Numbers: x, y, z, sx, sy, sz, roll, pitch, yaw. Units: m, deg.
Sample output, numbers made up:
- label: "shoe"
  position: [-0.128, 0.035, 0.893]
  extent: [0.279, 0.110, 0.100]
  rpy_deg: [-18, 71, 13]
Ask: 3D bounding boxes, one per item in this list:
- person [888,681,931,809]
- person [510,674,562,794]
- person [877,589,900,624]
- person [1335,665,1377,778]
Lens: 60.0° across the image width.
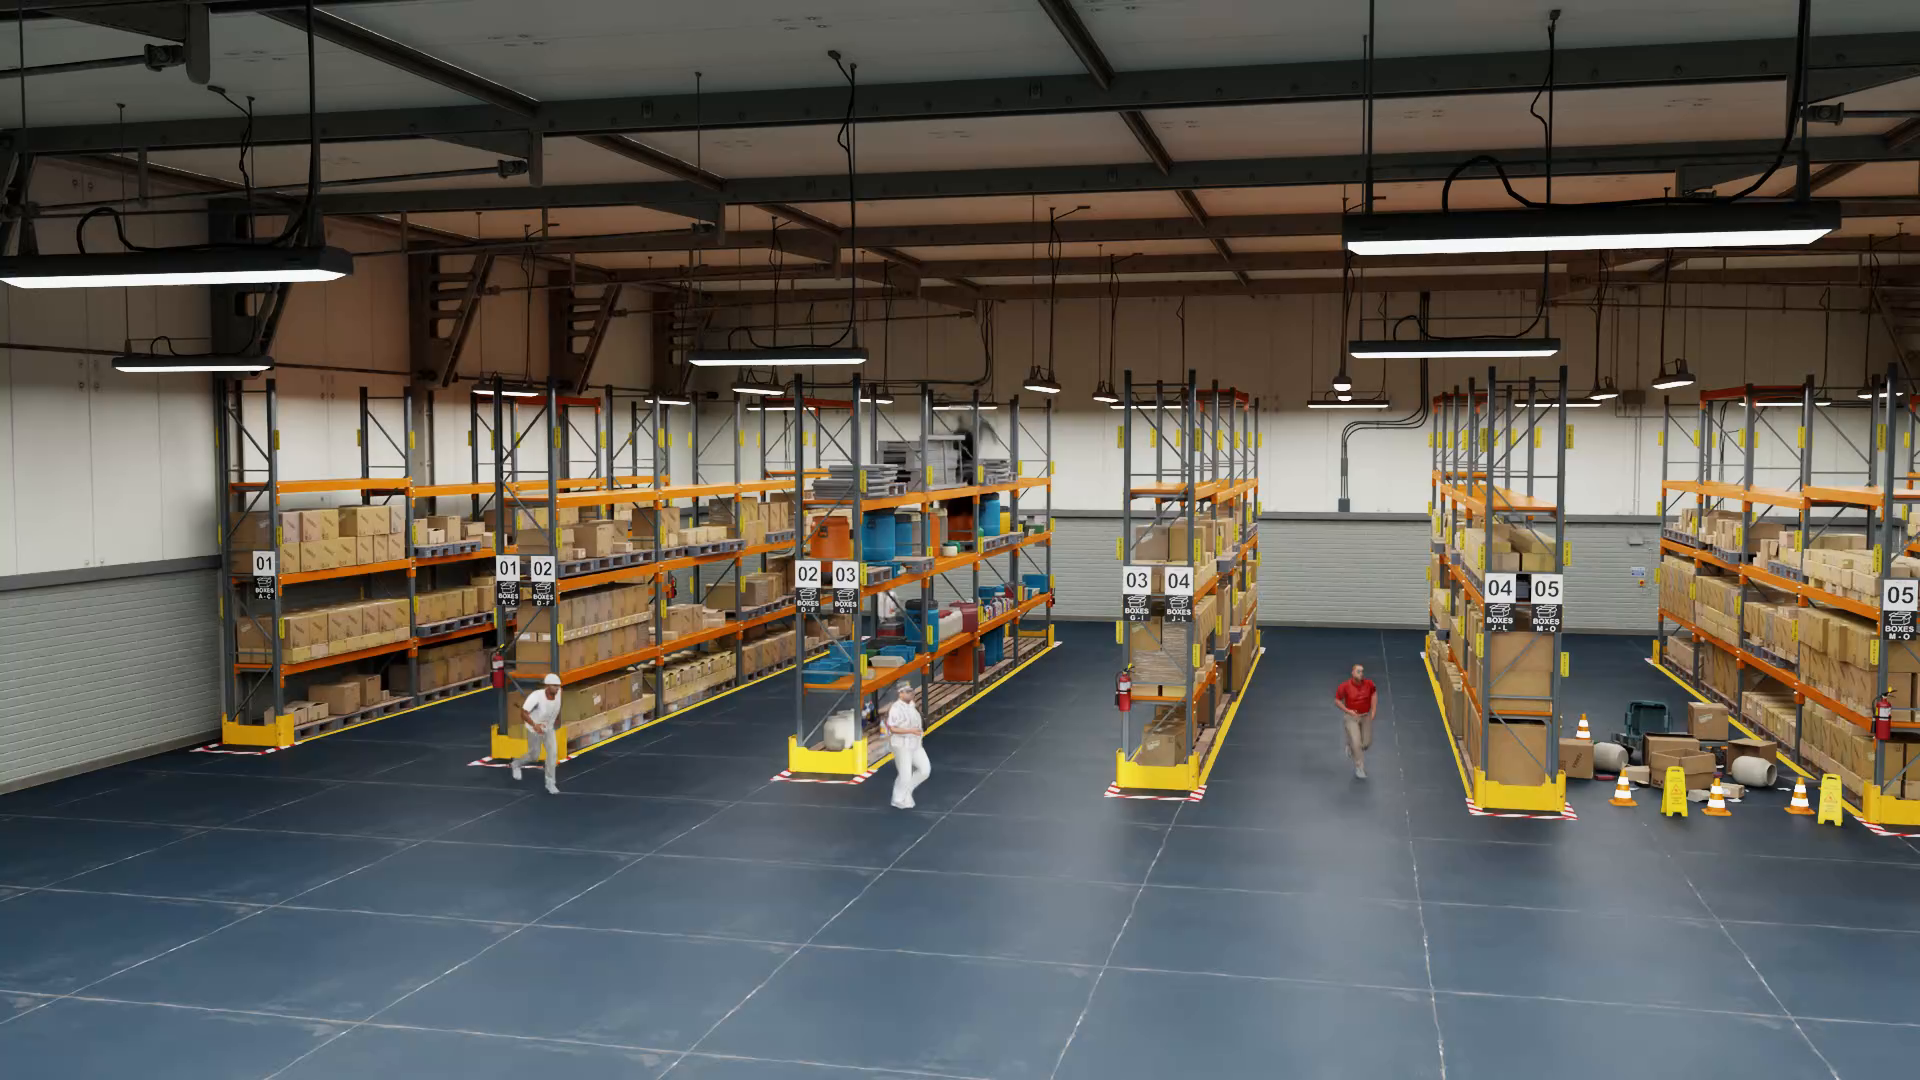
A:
- label: "person"
  position: [-0.661, 2.777, 22.483]
  extent: [0.627, 1.764, 0.647]
  rpy_deg: [3, 4, 37]
- label: "person"
  position: [-6.058, 2.746, 23.822]
  extent: [1.034, 1.723, 0.729]
  rpy_deg: [2, 4, 32]
- label: "person"
  position: [-1.733, 1.795, 39.099]
  extent: [0.668, 1.769, 0.818]
  rpy_deg: [0, 3, 8]
- label: "person"
  position: [5.935, 2.692, 24.929]
  extent: [0.695, 1.692, 0.699]
  rpy_deg: [-1, 3, -11]
